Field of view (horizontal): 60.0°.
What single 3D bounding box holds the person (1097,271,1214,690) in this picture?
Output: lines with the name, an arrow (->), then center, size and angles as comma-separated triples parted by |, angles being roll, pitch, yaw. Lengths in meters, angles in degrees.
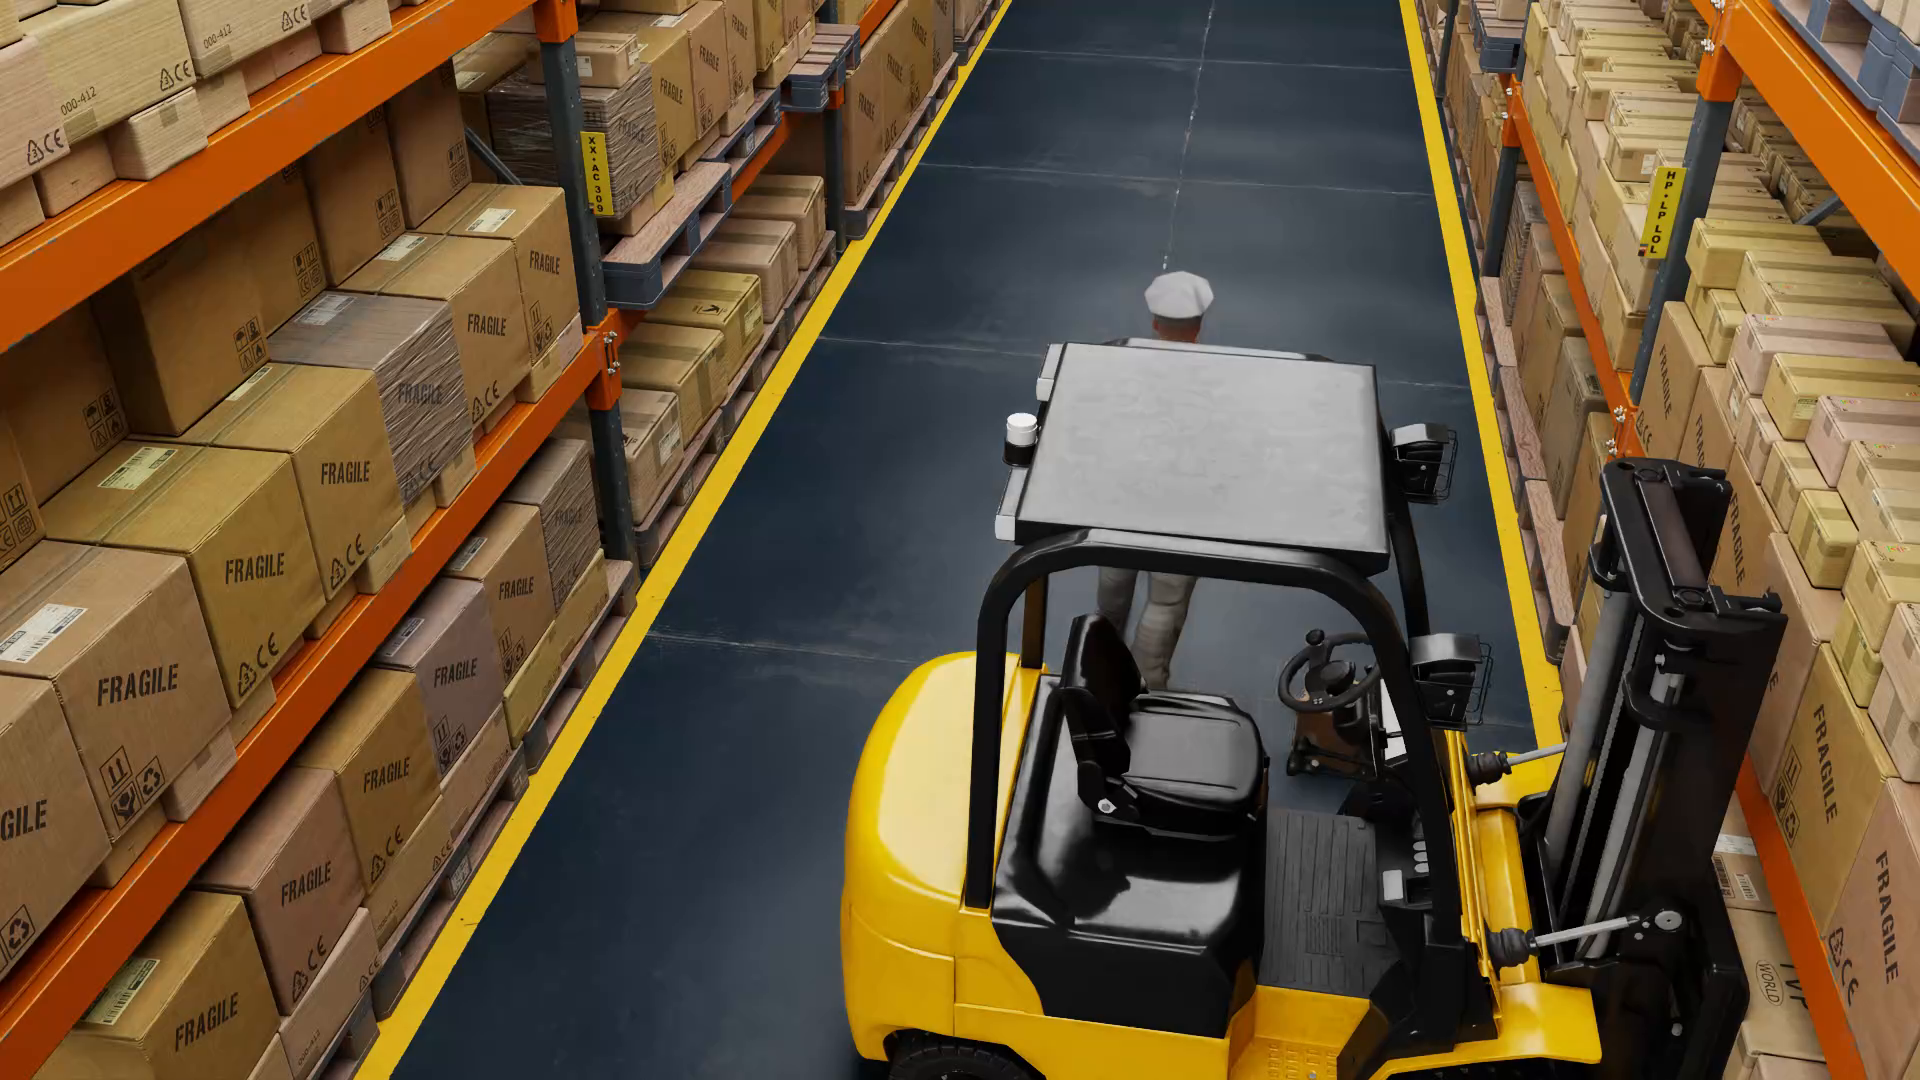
person -> 0.758, -0.213, 6.440 | 0.714, 1.733, 0.844 | 18, 36, 26
